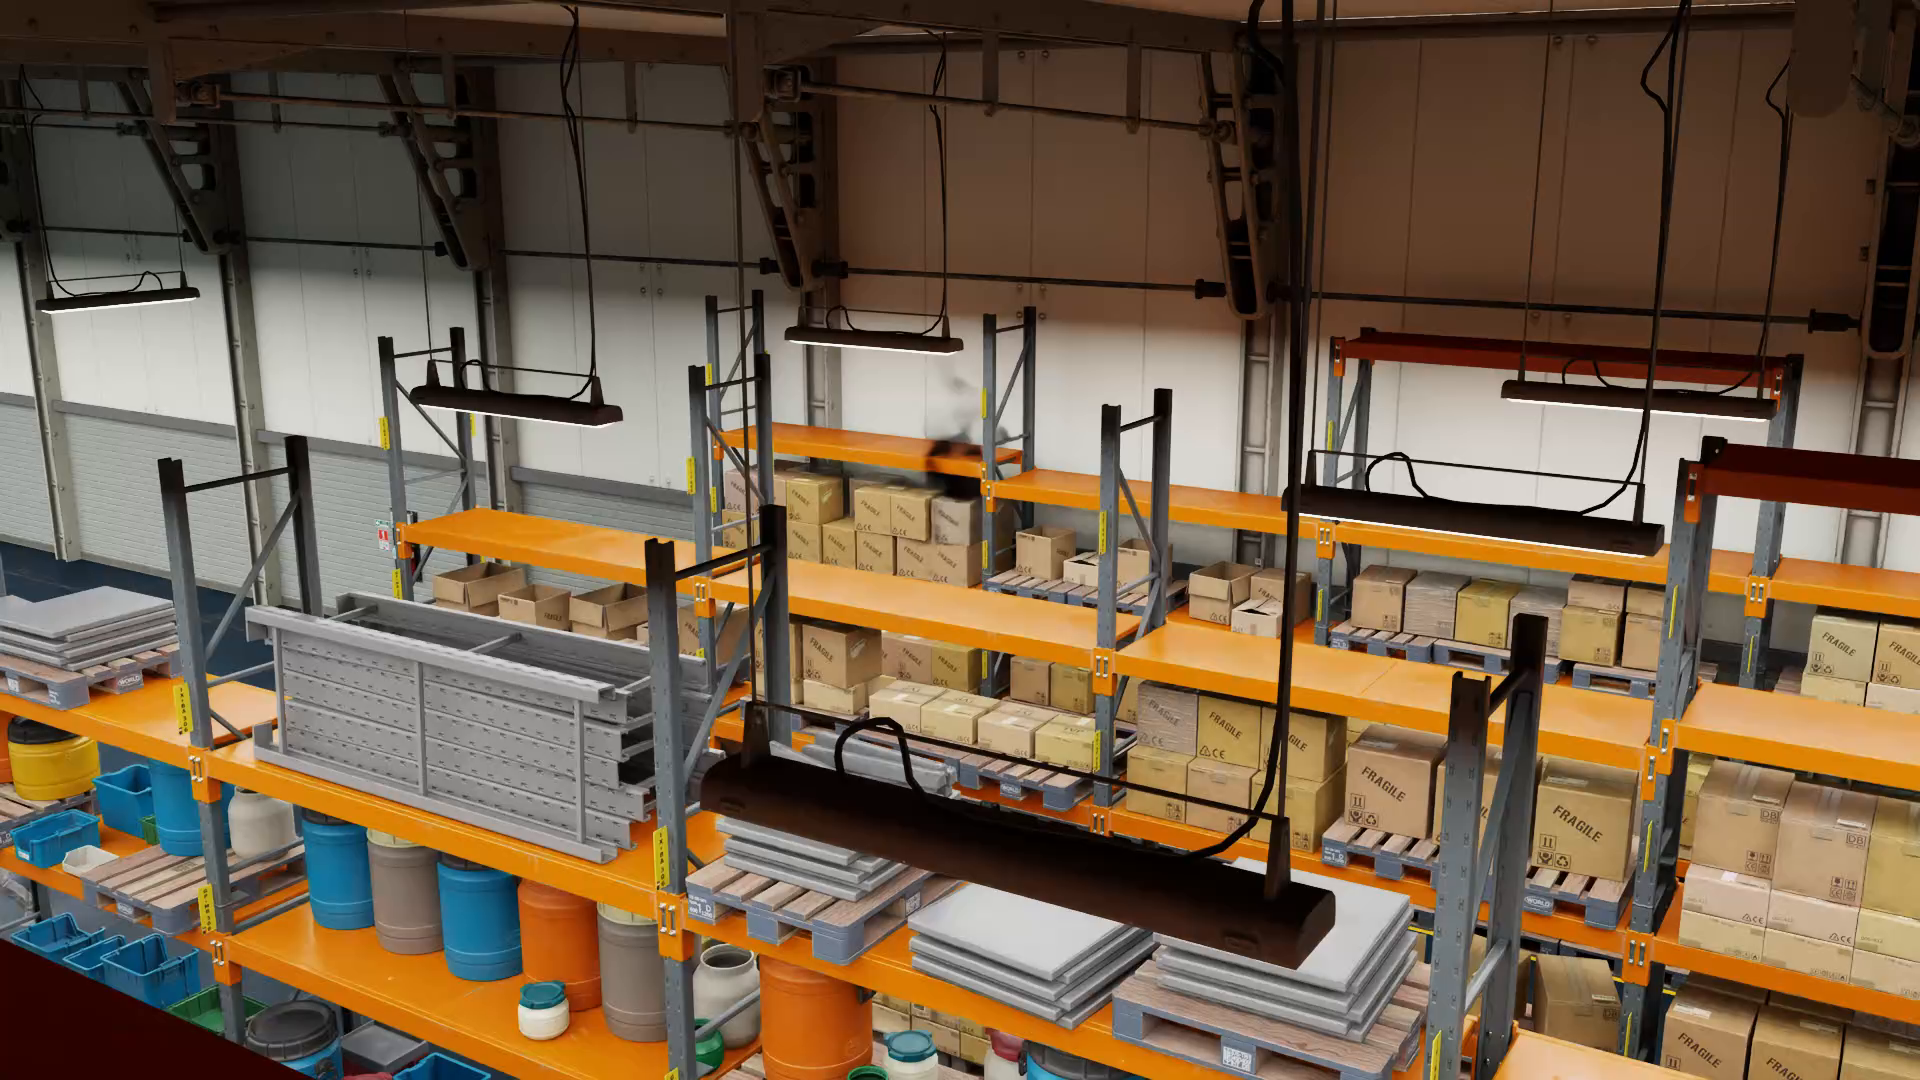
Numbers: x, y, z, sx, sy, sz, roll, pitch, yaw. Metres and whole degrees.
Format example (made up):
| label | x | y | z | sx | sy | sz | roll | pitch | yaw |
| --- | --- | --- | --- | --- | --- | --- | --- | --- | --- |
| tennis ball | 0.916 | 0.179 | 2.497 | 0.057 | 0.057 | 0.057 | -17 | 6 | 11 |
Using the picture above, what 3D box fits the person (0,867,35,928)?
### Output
| label | x | y | z | sx | sy | sz | roll | pitch | yaw |
| --- | --- | --- | --- | --- | --- | --- | --- | --- | --- |
| person | -9.809 | 3.157 | 16.751 | 0.884 | 1.840 | 0.661 | -9 | 16 | -31 |
